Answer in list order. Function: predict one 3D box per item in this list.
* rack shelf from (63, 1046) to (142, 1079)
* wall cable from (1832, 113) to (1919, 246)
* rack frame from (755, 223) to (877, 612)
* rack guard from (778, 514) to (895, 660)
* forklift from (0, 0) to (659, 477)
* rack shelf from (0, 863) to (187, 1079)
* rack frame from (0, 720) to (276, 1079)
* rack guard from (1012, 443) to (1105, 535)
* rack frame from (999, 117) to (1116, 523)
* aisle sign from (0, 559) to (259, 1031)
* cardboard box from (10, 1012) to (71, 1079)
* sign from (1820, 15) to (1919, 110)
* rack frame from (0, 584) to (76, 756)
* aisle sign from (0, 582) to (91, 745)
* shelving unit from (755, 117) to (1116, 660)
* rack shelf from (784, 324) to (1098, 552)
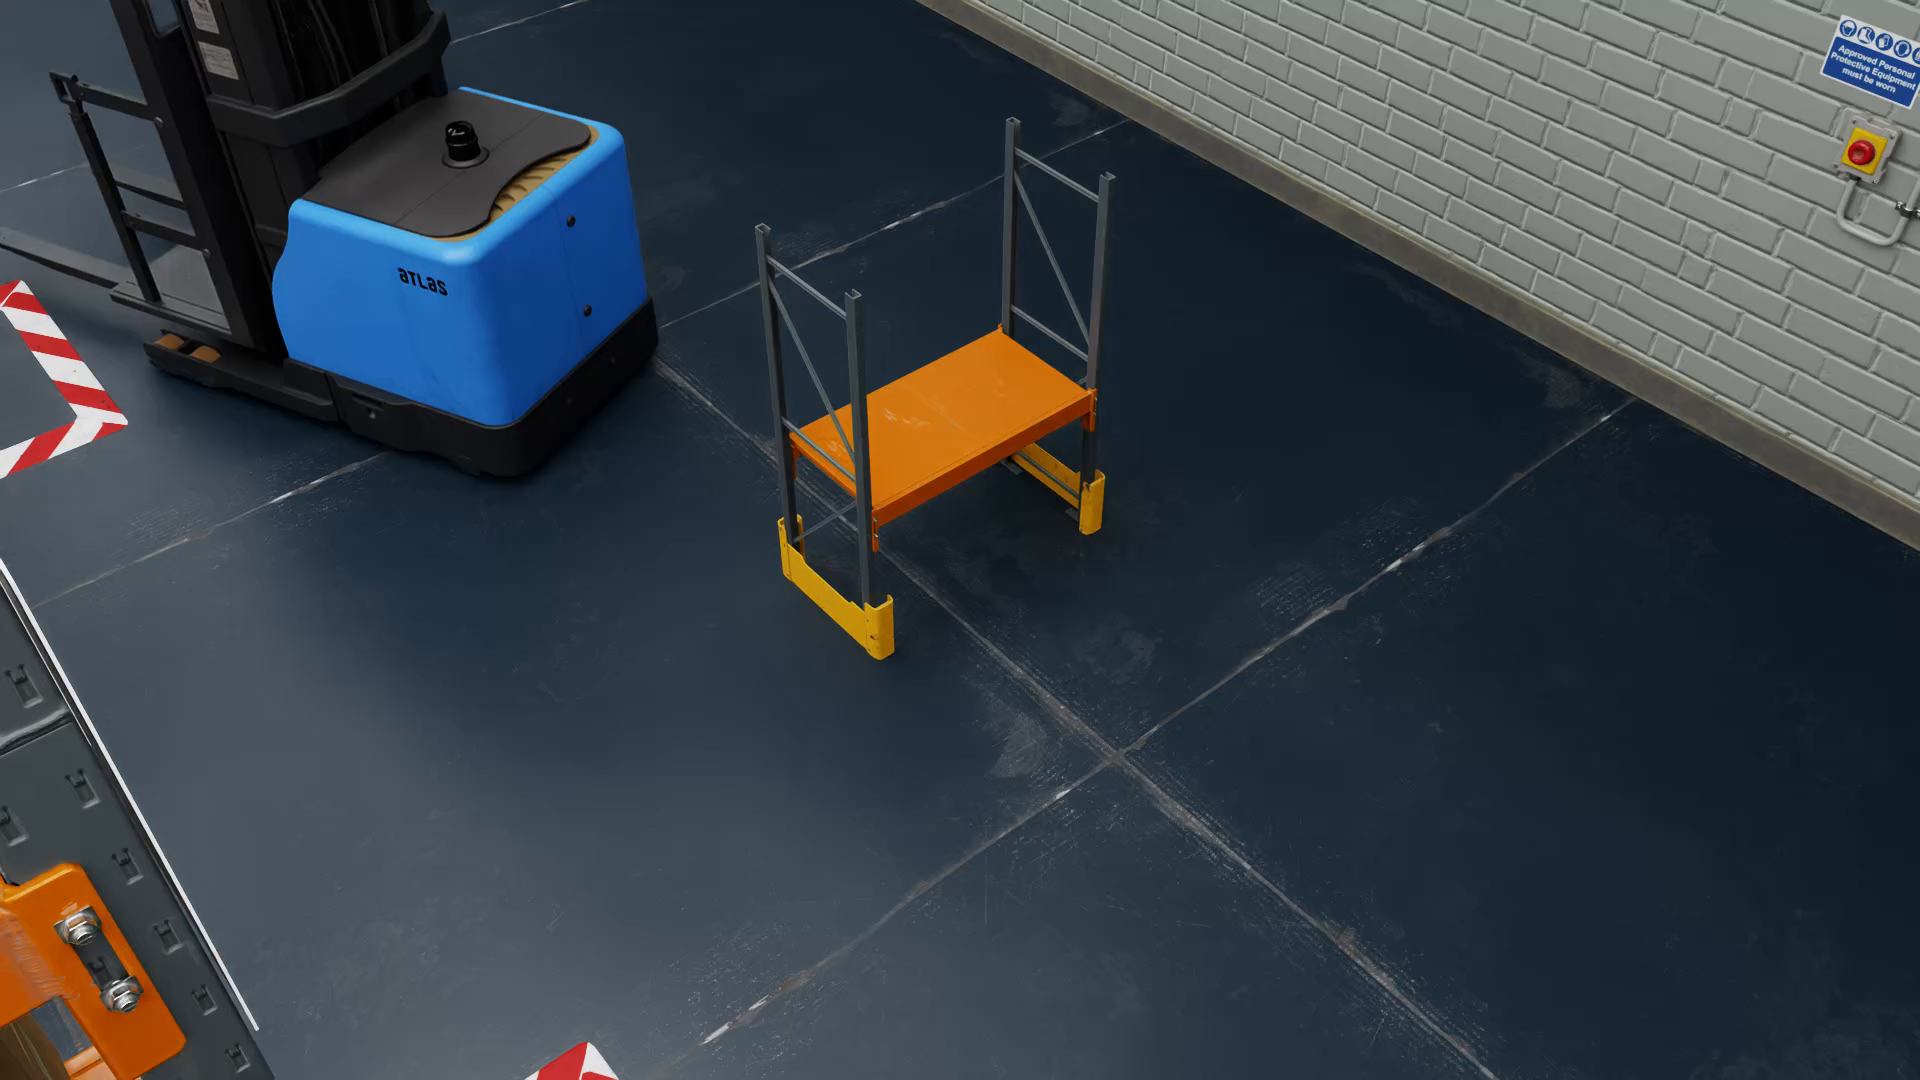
[{"bbox_3d":[-2.794,2.180,2.263,4.000,0.370,1.077,-30,51,-28],"label":"rack shelf"},{"bbox_3d":[3.050,-1.831,5.244,0.123,1.953,0.585,-30,51,-28],"label":"wall cable"},{"bbox_3d":[-0.455,-0.286,5.459,0.032,1.500,0.500,-30,51,-28],"label":"rack frame"},{"bbox_3d":[-0.440,0.161,5.896,0.087,0.250,0.587,-30,51,-28],"label":"rack guard"},{"bbox_3d":[-2.830,-2.012,6.251,3.031,2.935,1.130,18,46,19],"label":"forklift"},{"bbox_3d":[-2.794,1.087,1.236,4.000,0.370,1.077,-30,51,-28],"label":"rack shelf"},{"bbox_3d":[-1.260,1.040,2.952,0.127,3.000,1.000,-30,51,-28],"label":"rack frame"},{"bbox_3d":[0.323,-0.276,6.362,0.087,0.250,0.587,-30,51,-28],"label":"rack guard"},{"bbox_3d":[0.324,-0.733,5.934,0.032,1.500,0.500,-30,51,-28],"label":"rack frame"},{"bbox_3d":[-1.006,0.223,1.922,0.004,0.787,0.394,-30,51,-28],"label":"aisle sign"},{"bbox_3d":[-1.812,1.063,2.854,0.500,0.500,0.500,-30,51,-28],"label":"cardboard box"},{"bbox_3d":[3.066,-1.600,5.565,0.001,0.218,0.327,-30,51,-28],"label":"sign"},{"bbox_3d":[-1.260,-1.147,0.898,0.127,3.000,1.000,-30,51,-28],"label":"rack frame"},{"bbox_3d":[-1.391,-0.092,2.258,0.004,0.787,0.394,-30,51,-28],"label":"aisle sign"},{"bbox_3d":[-0.058,-0.513,5.701,1.083,1.500,0.587,-30,51,-28],"label":"shelving unit"},{"bbox_3d":[-0.065,-0.378,5.820,1.000,0.185,0.538,-30,51,-28],"label":"rack shelf"}]
